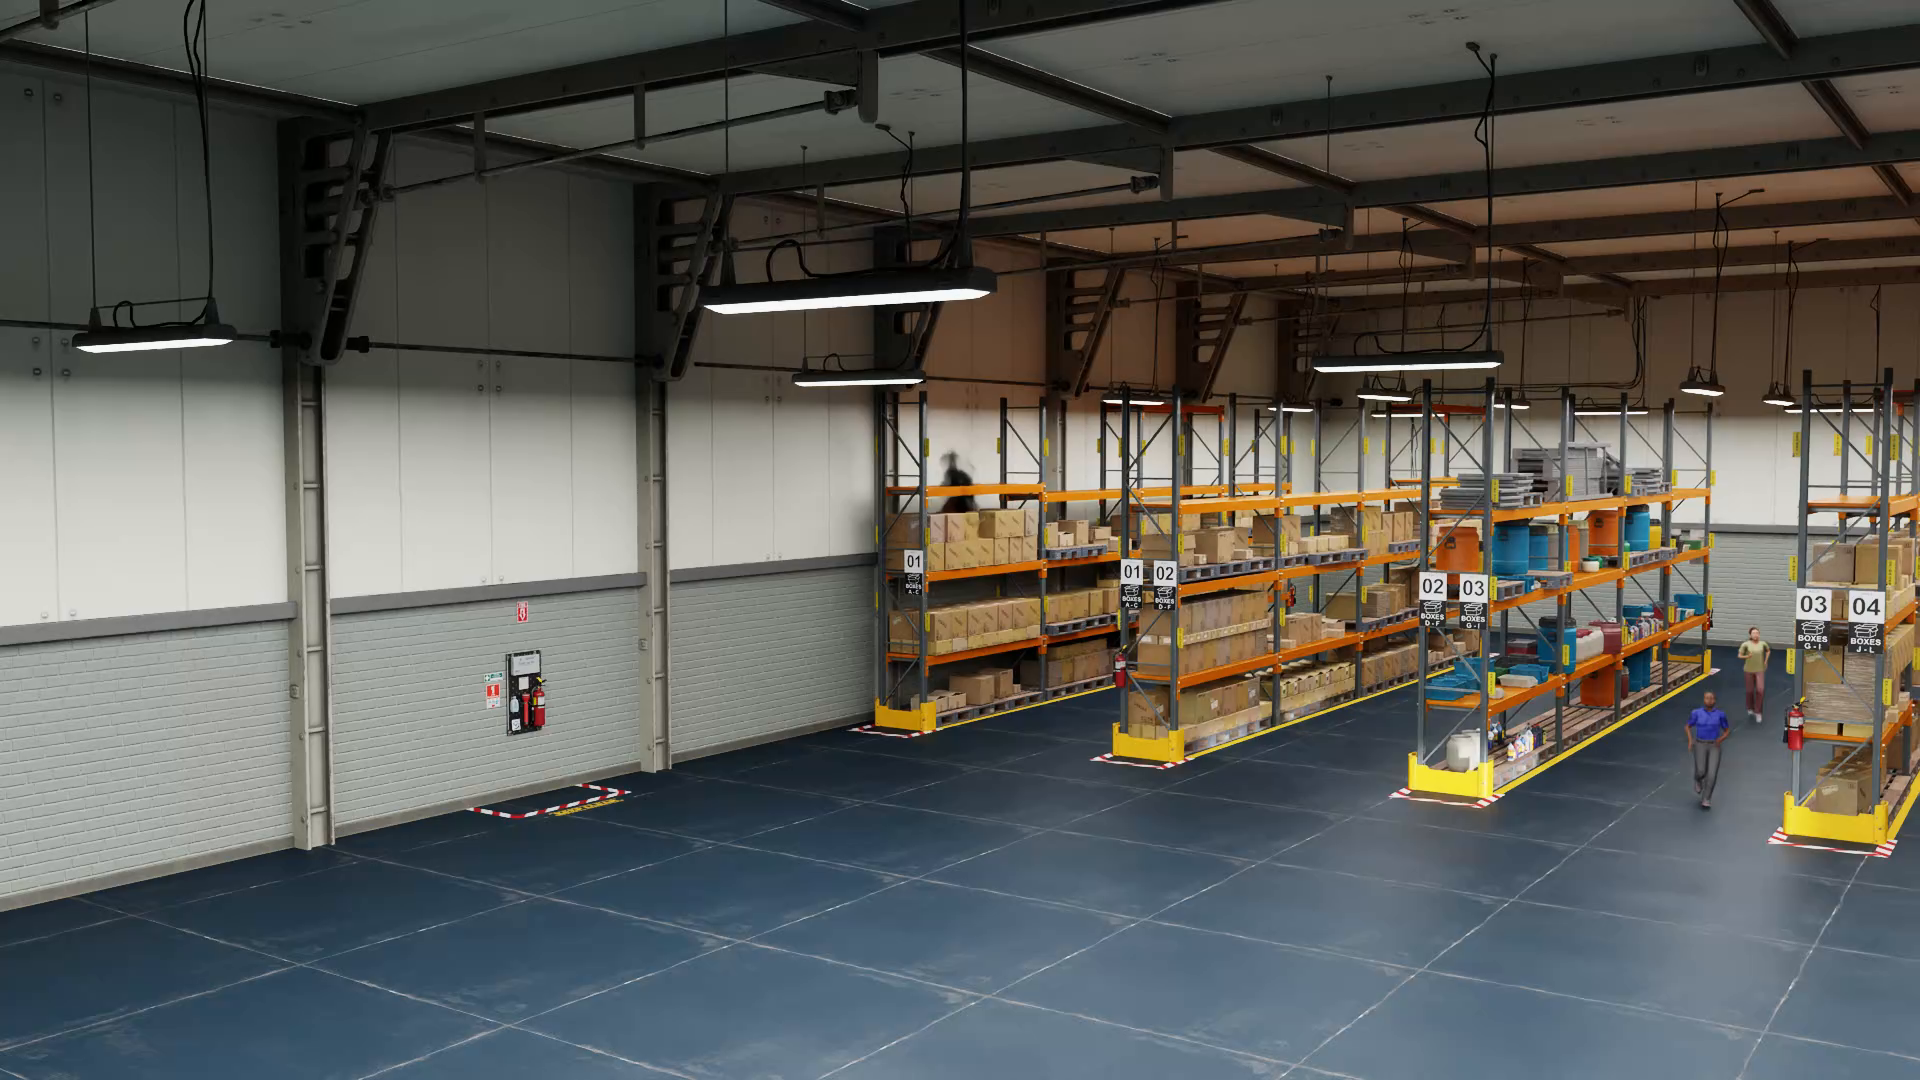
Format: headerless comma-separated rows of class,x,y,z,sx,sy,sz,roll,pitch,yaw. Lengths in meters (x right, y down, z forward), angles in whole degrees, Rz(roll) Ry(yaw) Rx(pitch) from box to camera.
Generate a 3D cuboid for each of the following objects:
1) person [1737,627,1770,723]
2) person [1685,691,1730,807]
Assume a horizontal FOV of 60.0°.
person,14.620,2.458,30.630,0.565,1.717,0.766,1,3,21
person,10.451,2.910,23.242,0.574,1.603,0.561,1,3,21
